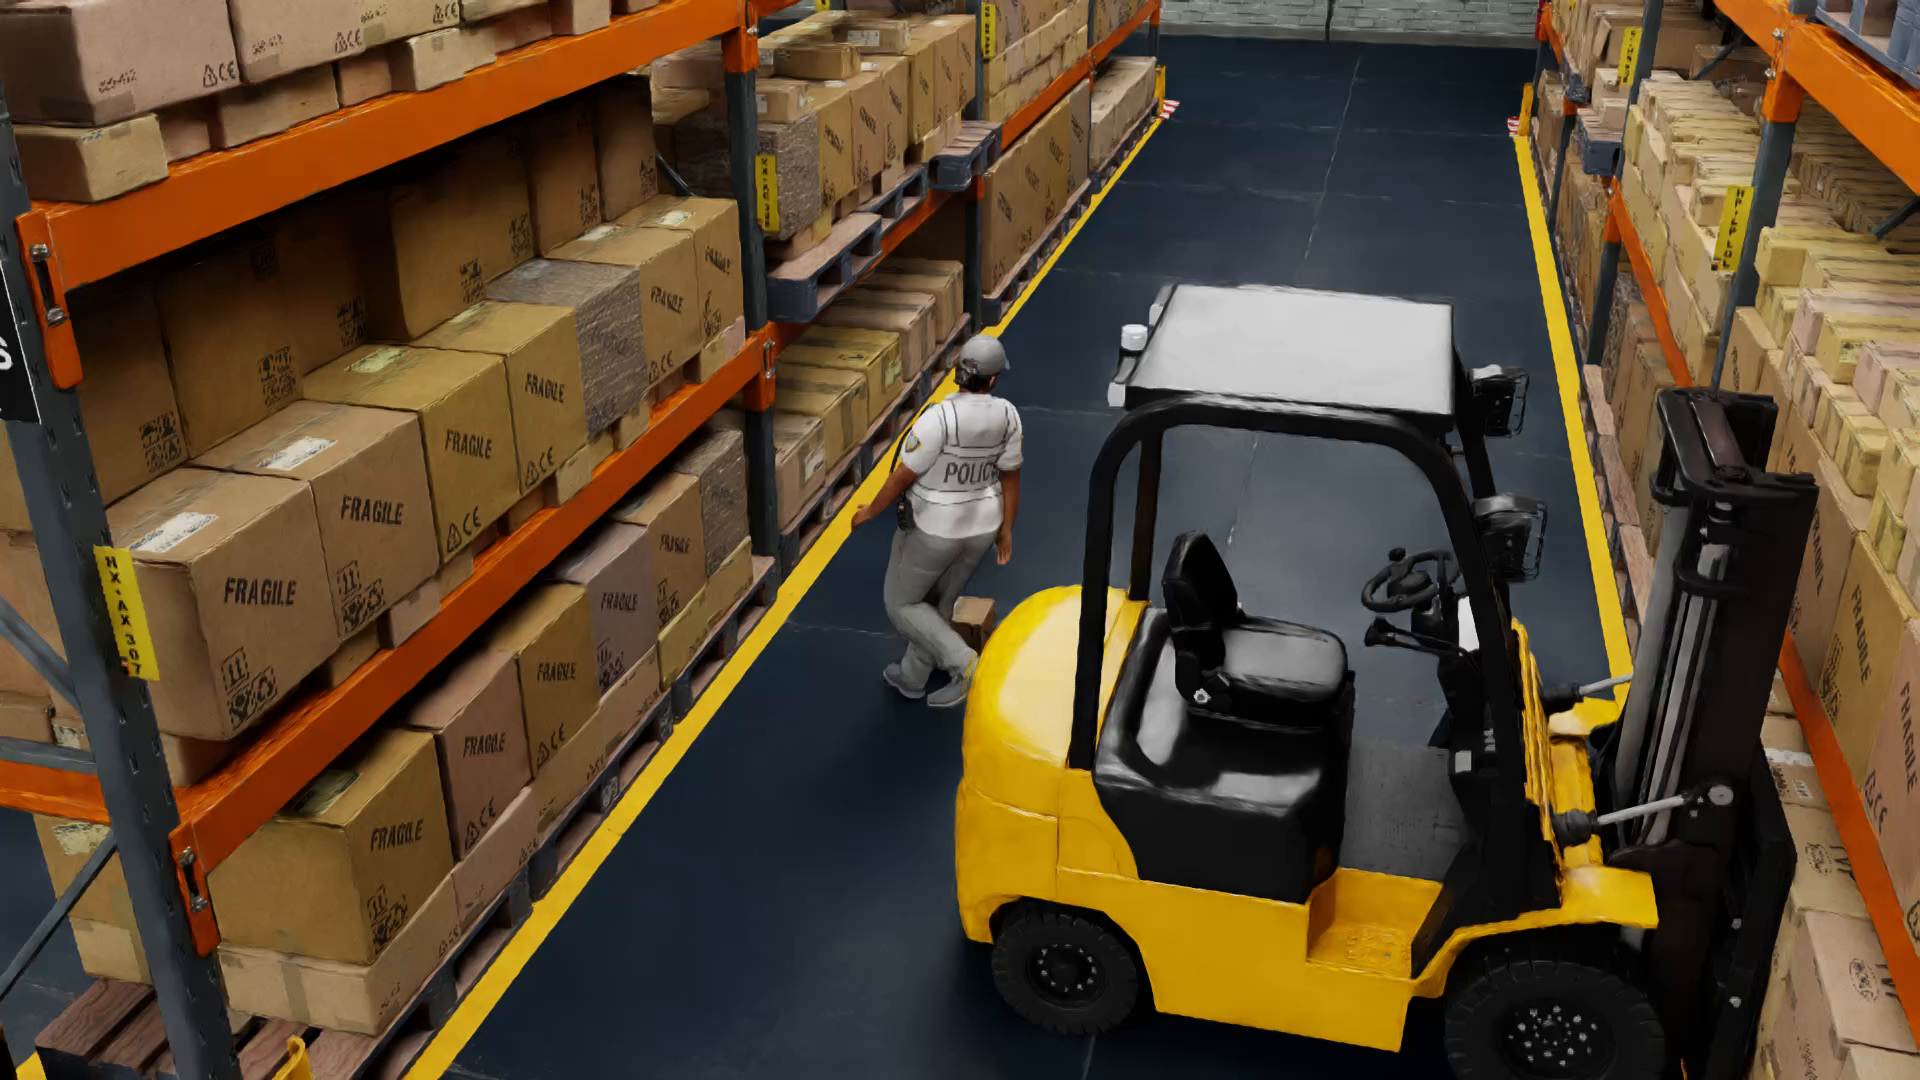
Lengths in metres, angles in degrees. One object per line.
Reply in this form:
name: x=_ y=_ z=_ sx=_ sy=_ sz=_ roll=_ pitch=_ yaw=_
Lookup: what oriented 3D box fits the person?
person: x=-0.090 y=-0.056 z=6.777 sx=0.567 sy=1.641 sz=0.633 roll=-22 pitch=33 yaw=-38
